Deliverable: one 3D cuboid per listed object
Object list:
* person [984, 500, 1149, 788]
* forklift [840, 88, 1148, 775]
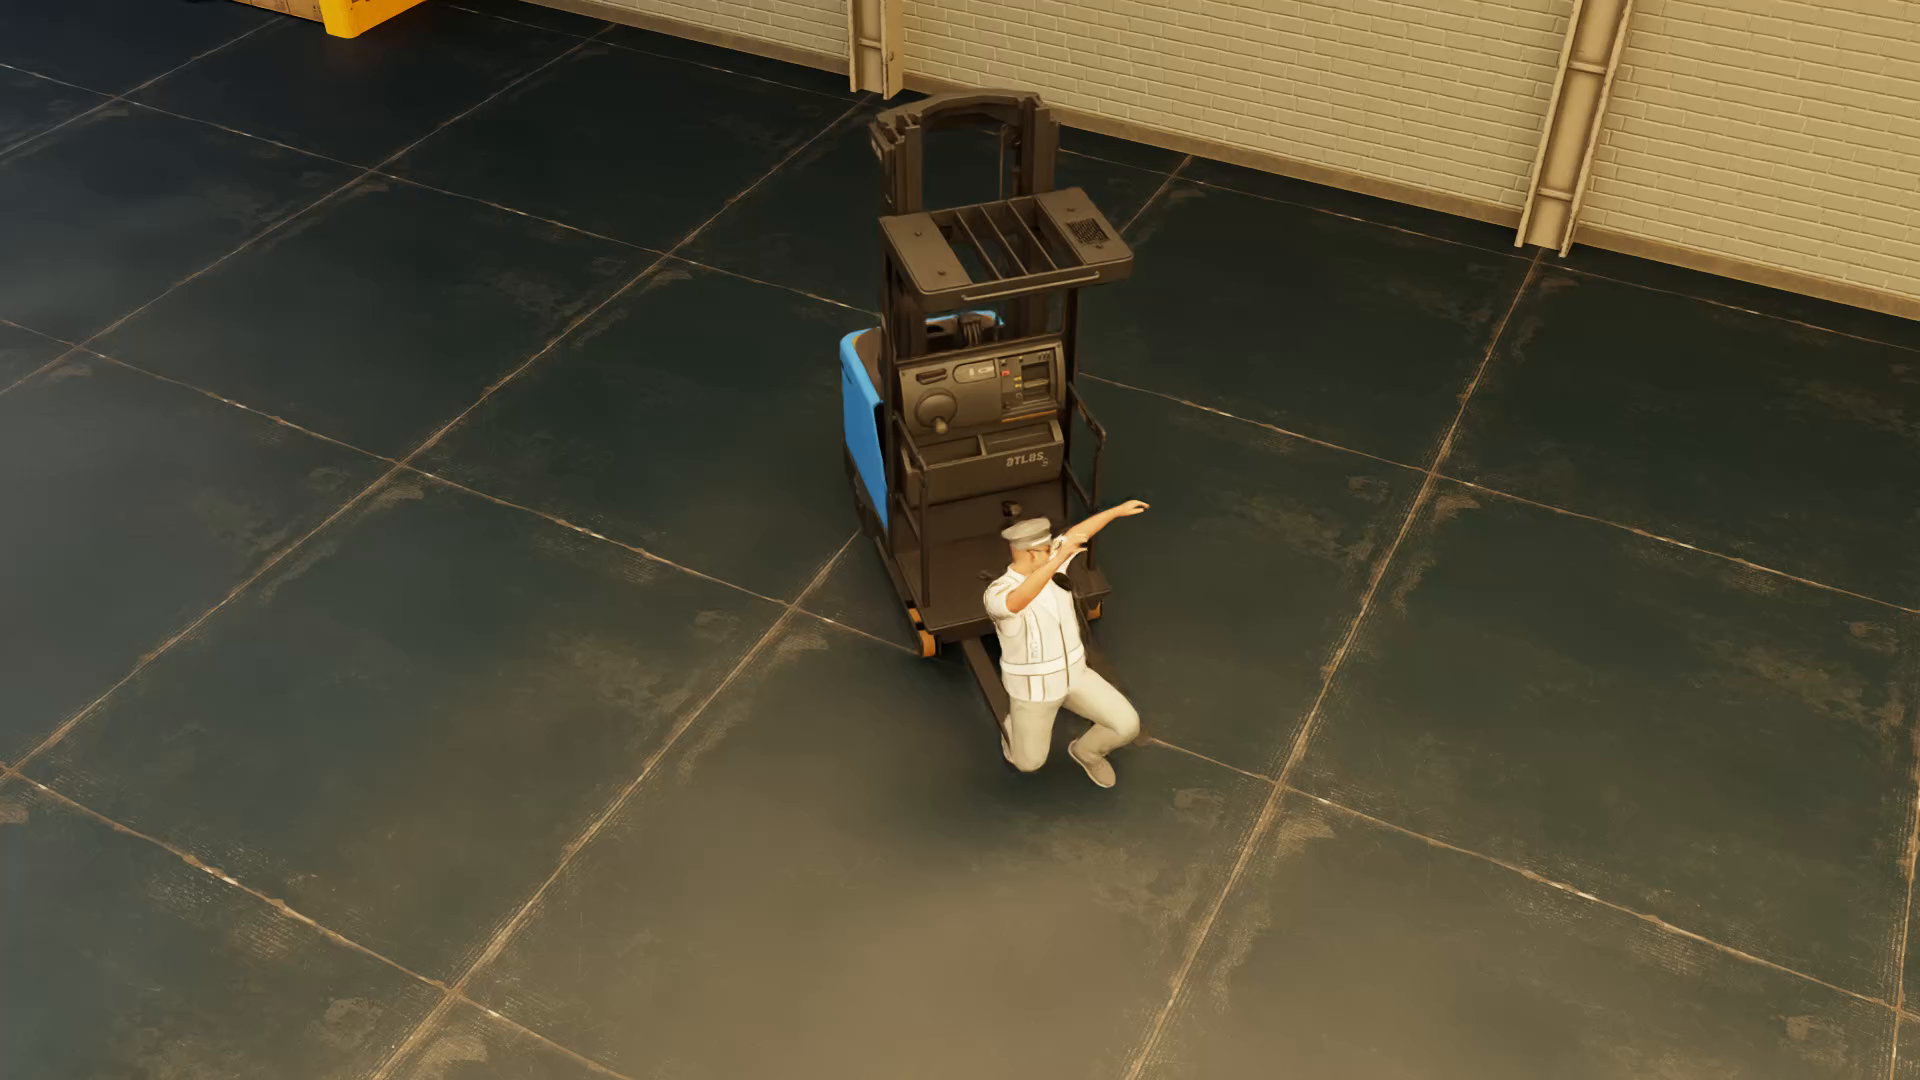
[{"bbox_3d":[0.675,0.515,8.412,1.119,1.614,0.860,-26,47,-27],"label":"person"},{"bbox_3d":[0.195,-0.748,8.874,1.130,2.935,3.031,-12,42,-14],"label":"forklift"}]
